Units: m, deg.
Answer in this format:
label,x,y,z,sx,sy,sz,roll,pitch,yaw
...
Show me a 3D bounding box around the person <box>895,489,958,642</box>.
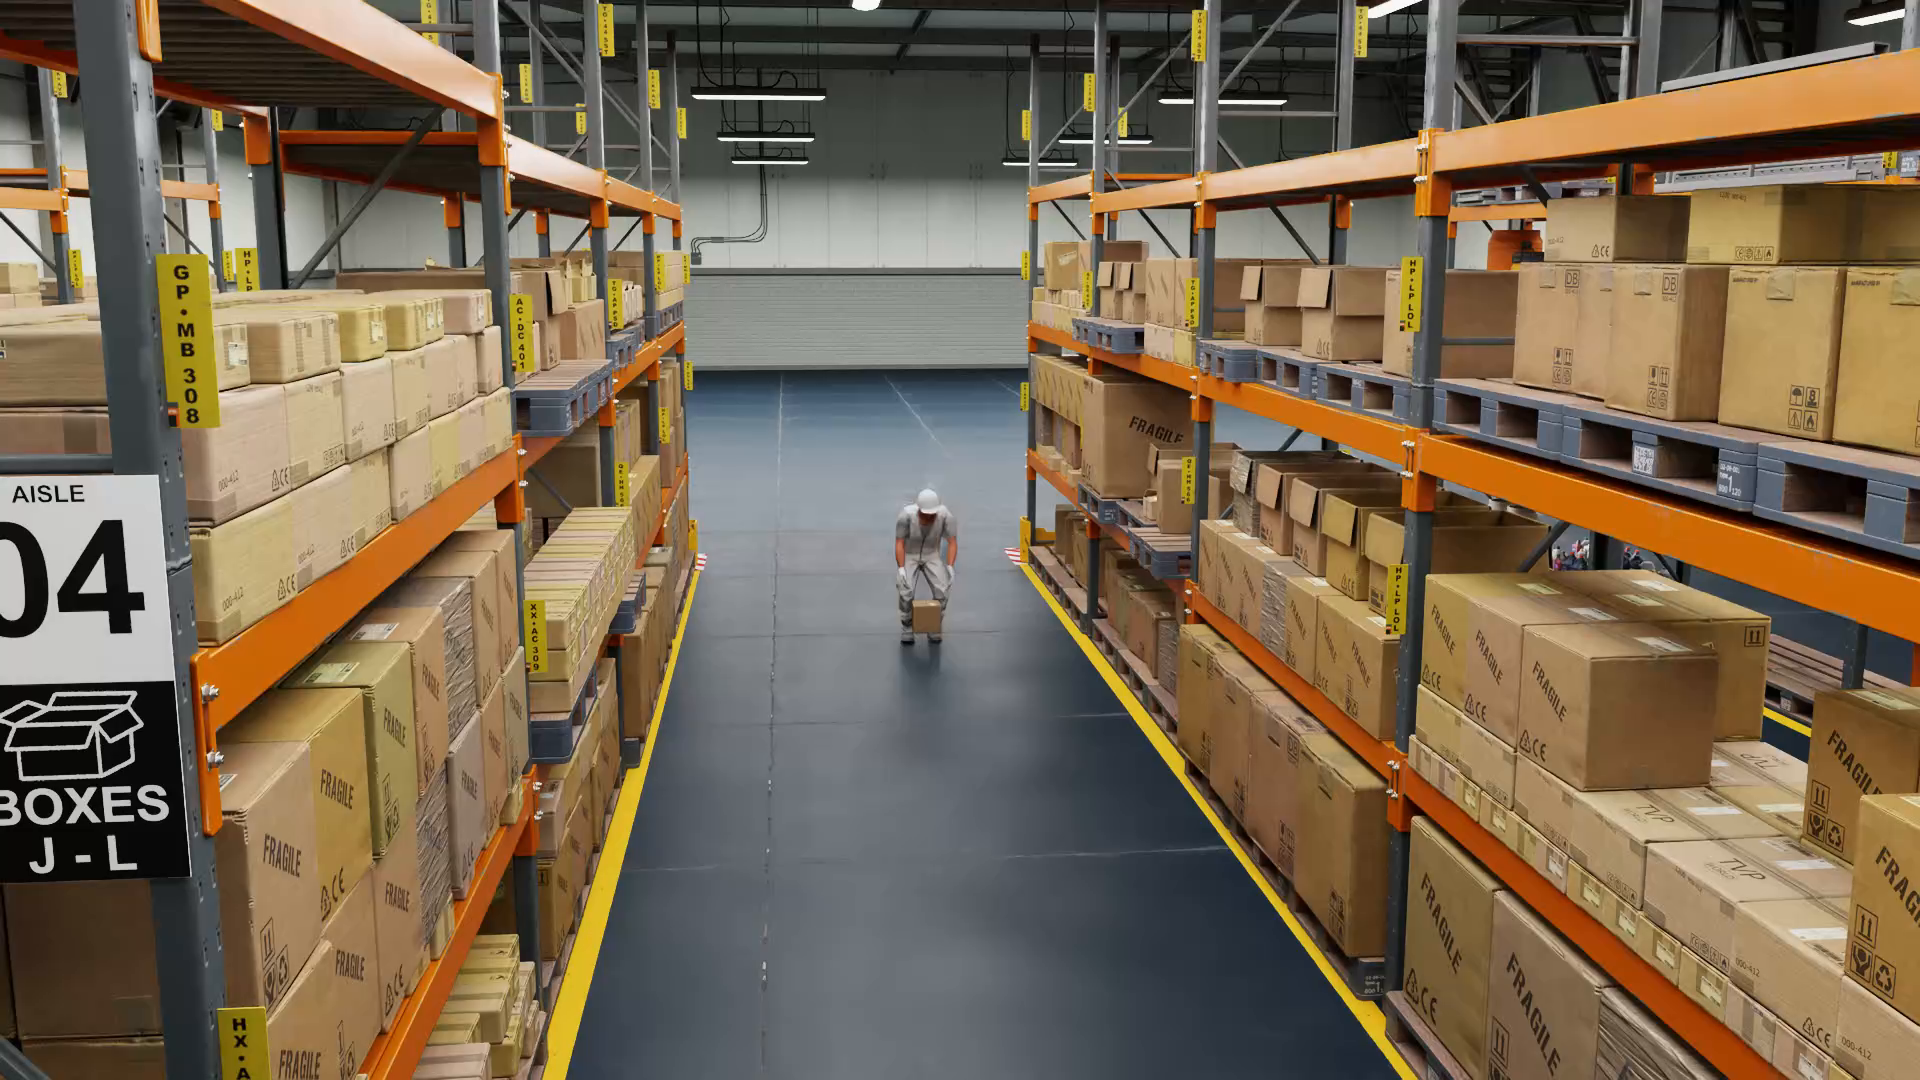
label,x,y,z,sx,sy,sz,roll,pitch,yaw
person,-0.317,0.222,15.478,0.582,1.472,0.730,-1,10,-6
